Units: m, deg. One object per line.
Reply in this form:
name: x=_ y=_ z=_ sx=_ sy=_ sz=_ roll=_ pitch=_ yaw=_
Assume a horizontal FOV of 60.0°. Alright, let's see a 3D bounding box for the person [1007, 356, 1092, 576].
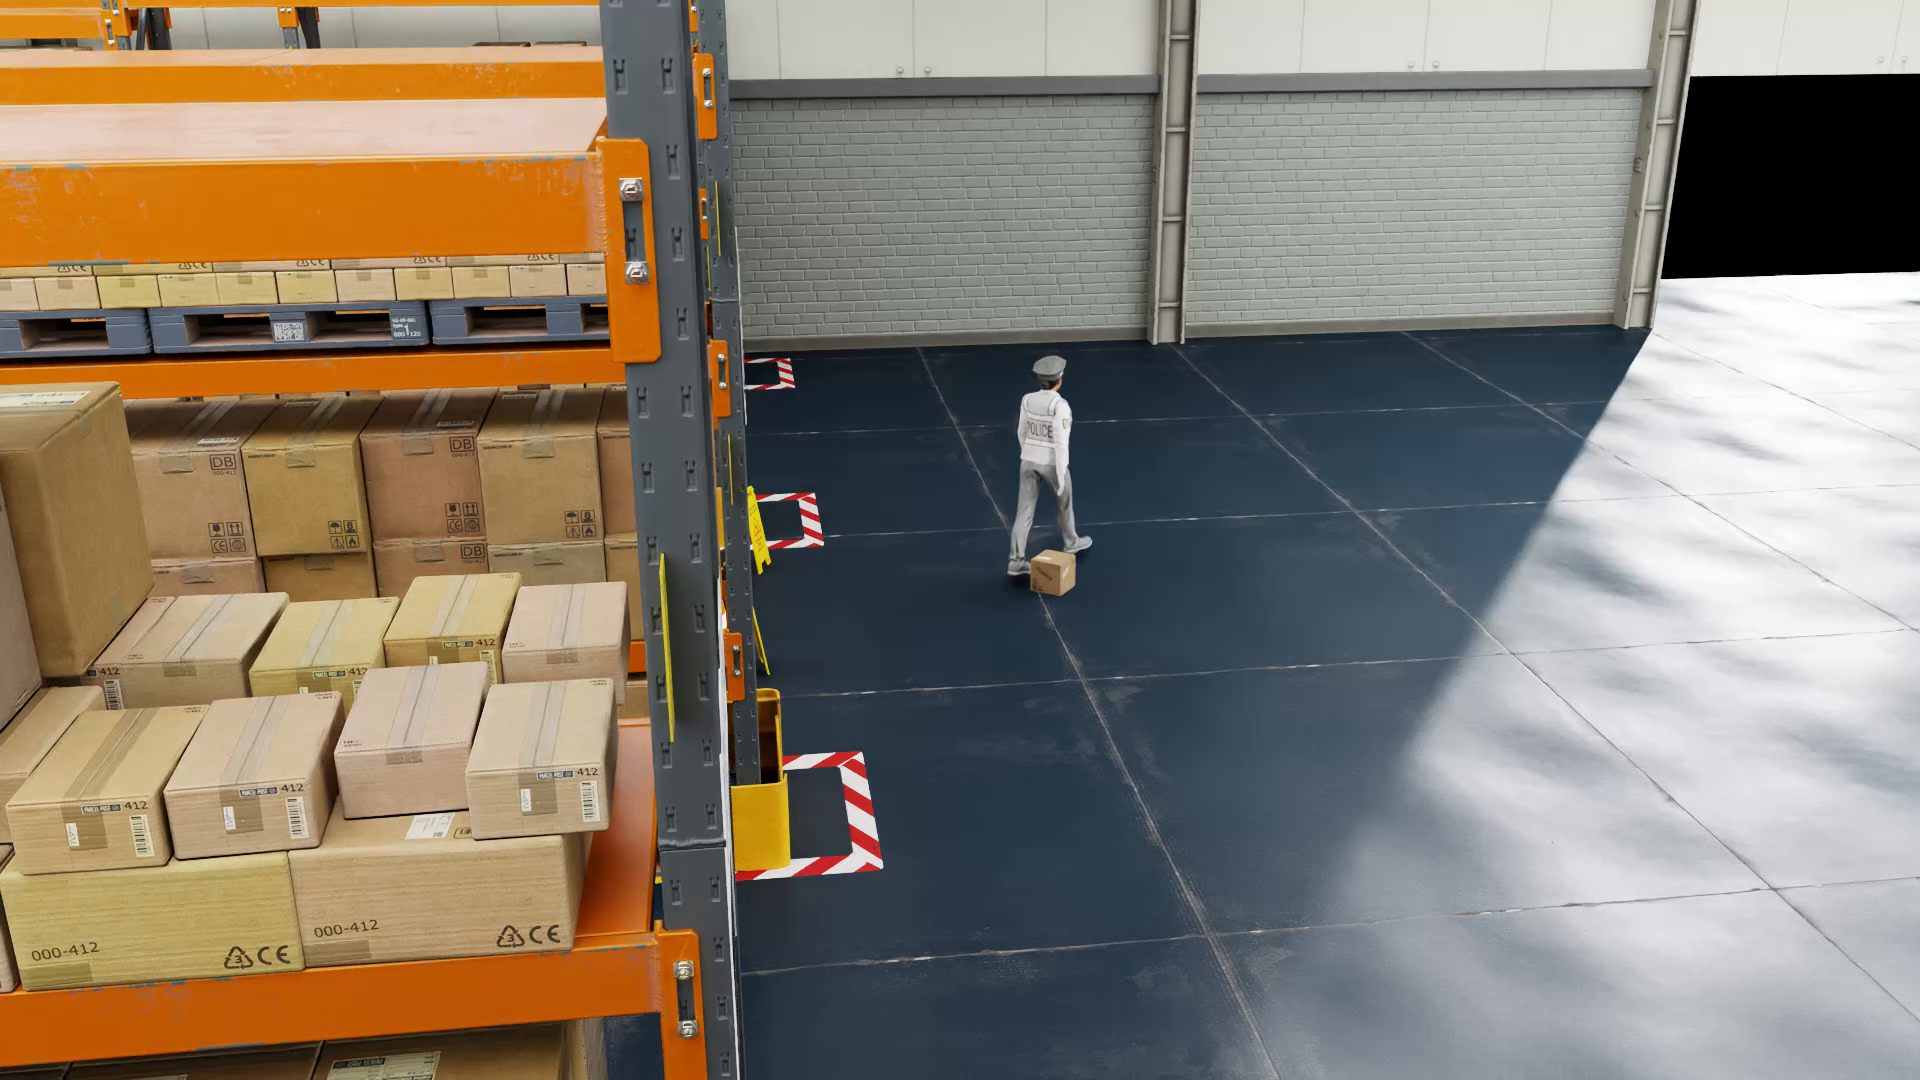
person: x=0.656 y=-0.603 z=12.669 sx=0.510 sy=1.607 sz=1.002 roll=12 pitch=23 yaw=30
